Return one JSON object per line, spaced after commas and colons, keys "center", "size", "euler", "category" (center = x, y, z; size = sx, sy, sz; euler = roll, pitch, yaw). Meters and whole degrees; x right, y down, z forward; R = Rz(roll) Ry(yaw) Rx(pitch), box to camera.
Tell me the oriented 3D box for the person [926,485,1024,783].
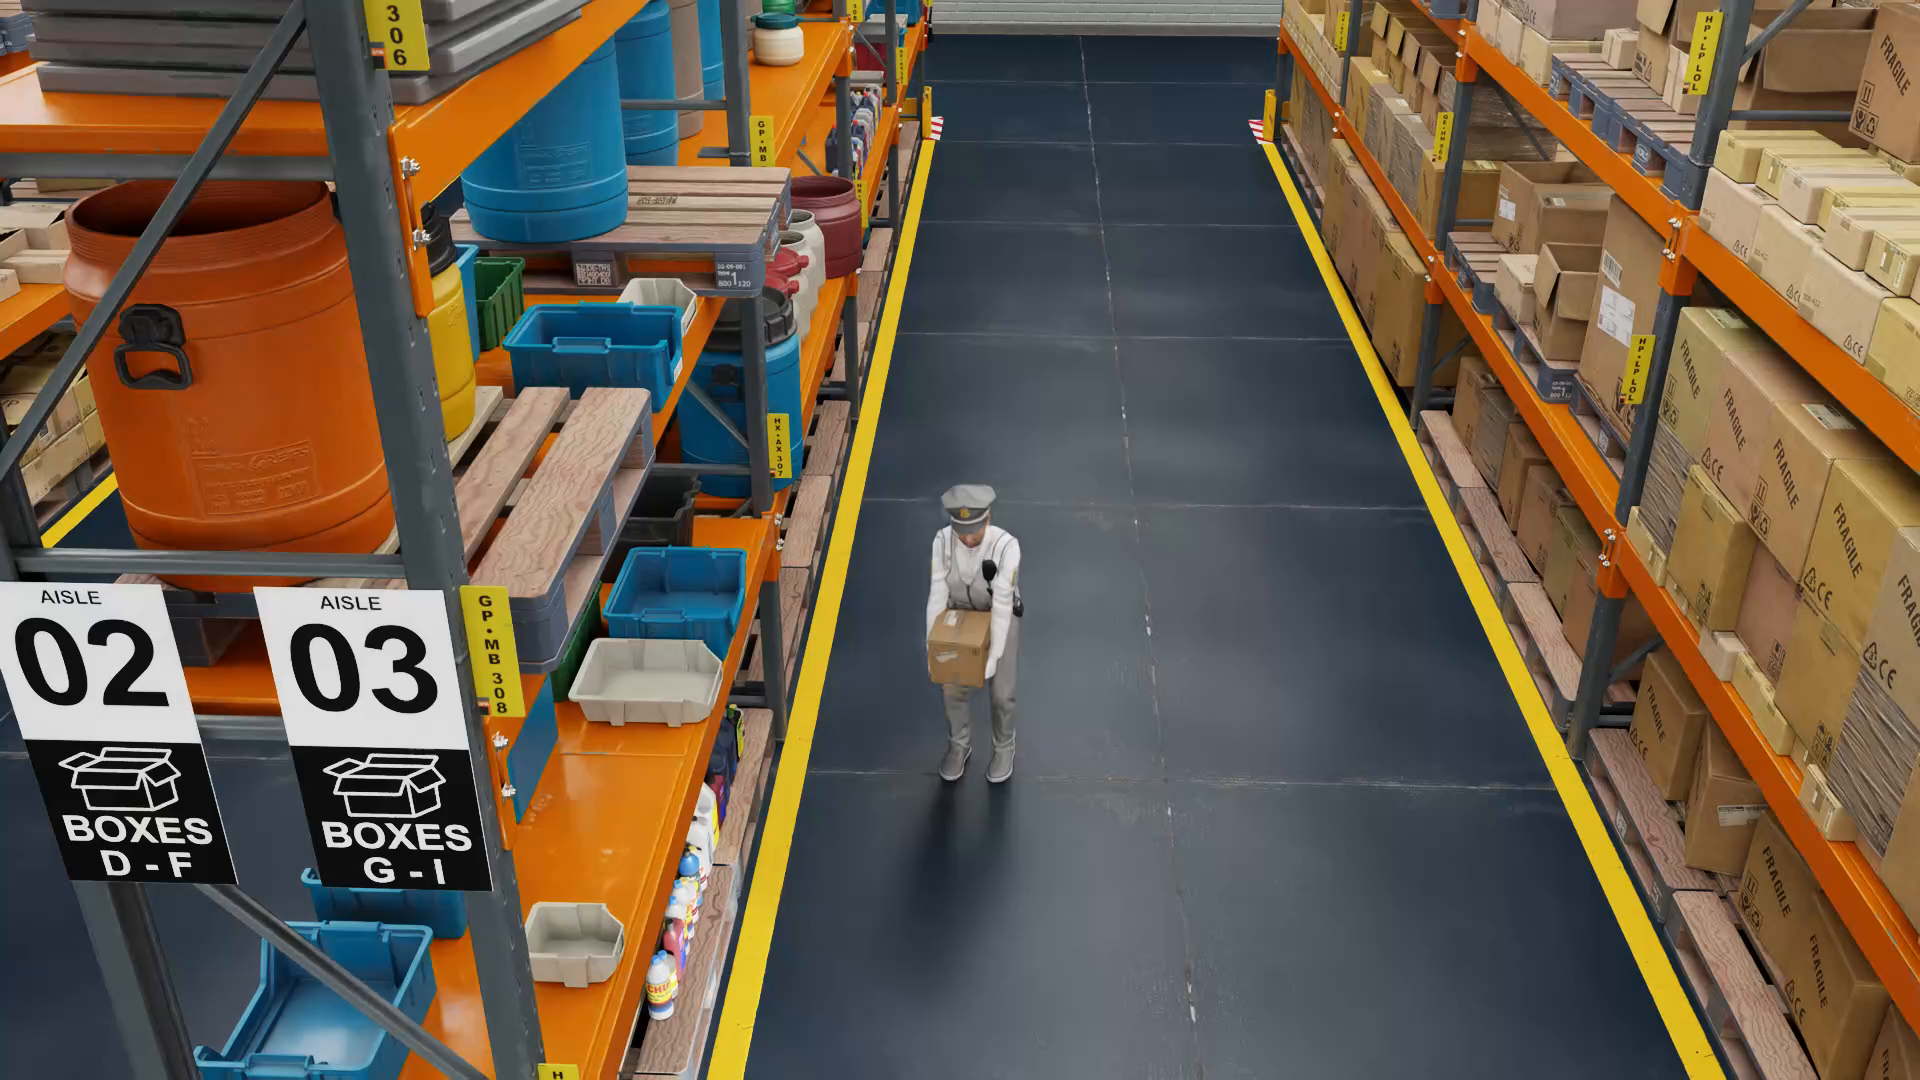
{"center": [0.077, 0.442, 7.858], "size": [0.411, 1.609, 0.581], "euler": [8, 29, 14], "category": "person"}
